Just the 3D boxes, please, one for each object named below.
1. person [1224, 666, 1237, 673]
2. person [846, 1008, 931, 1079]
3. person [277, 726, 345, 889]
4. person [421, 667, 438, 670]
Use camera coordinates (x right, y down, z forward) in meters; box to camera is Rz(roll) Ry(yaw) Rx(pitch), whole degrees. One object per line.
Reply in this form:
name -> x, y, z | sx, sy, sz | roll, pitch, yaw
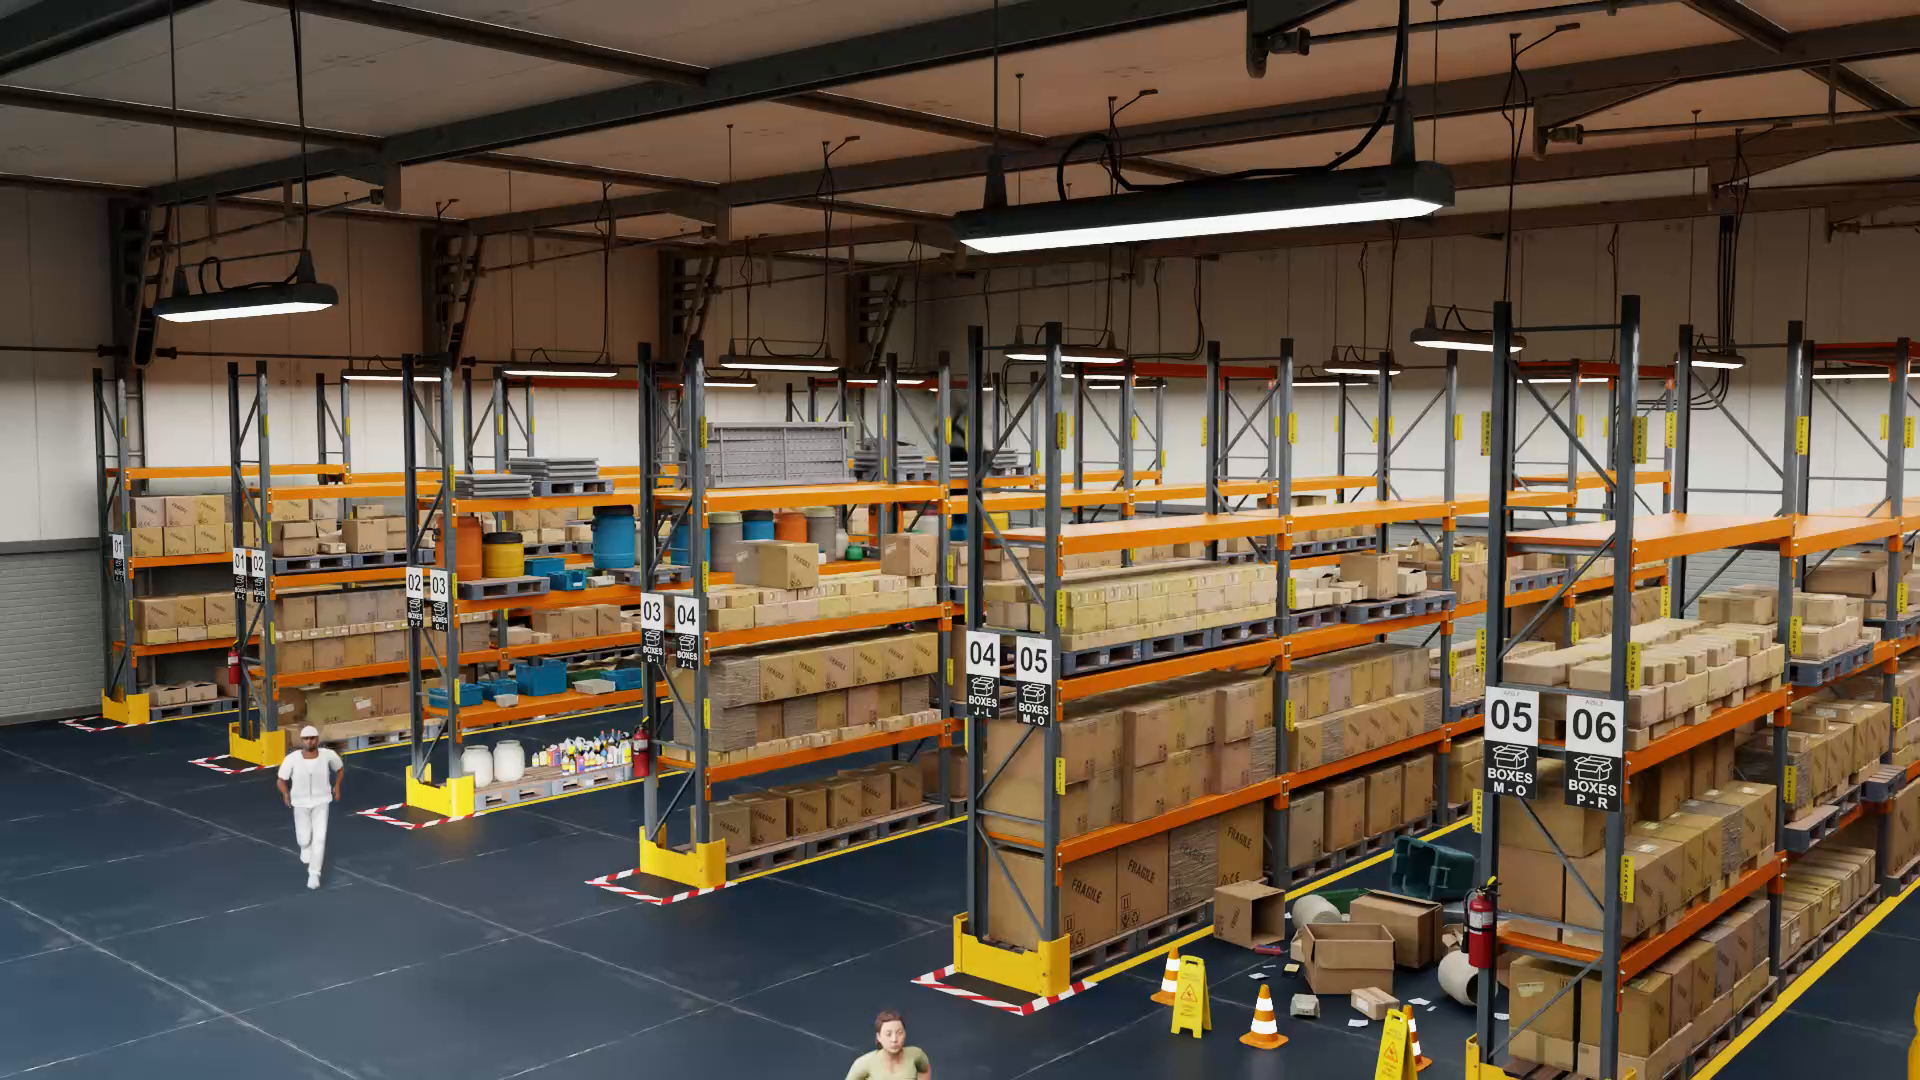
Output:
person -> 3.903, 2.603, 24.028 | 0.548, 1.571, 0.832 | 3, 5, 38
person -> -0.431, 3.651, 9.866 | 0.565, 1.644, 0.775 | -1, 4, -7
person -> -7.239, 2.932, 18.581 | 0.710, 1.742, 0.809 | -2, 5, -21
person -> -9.223, 2.118, 29.046 | 0.671, 1.819, 0.897 | 2, 5, 30
